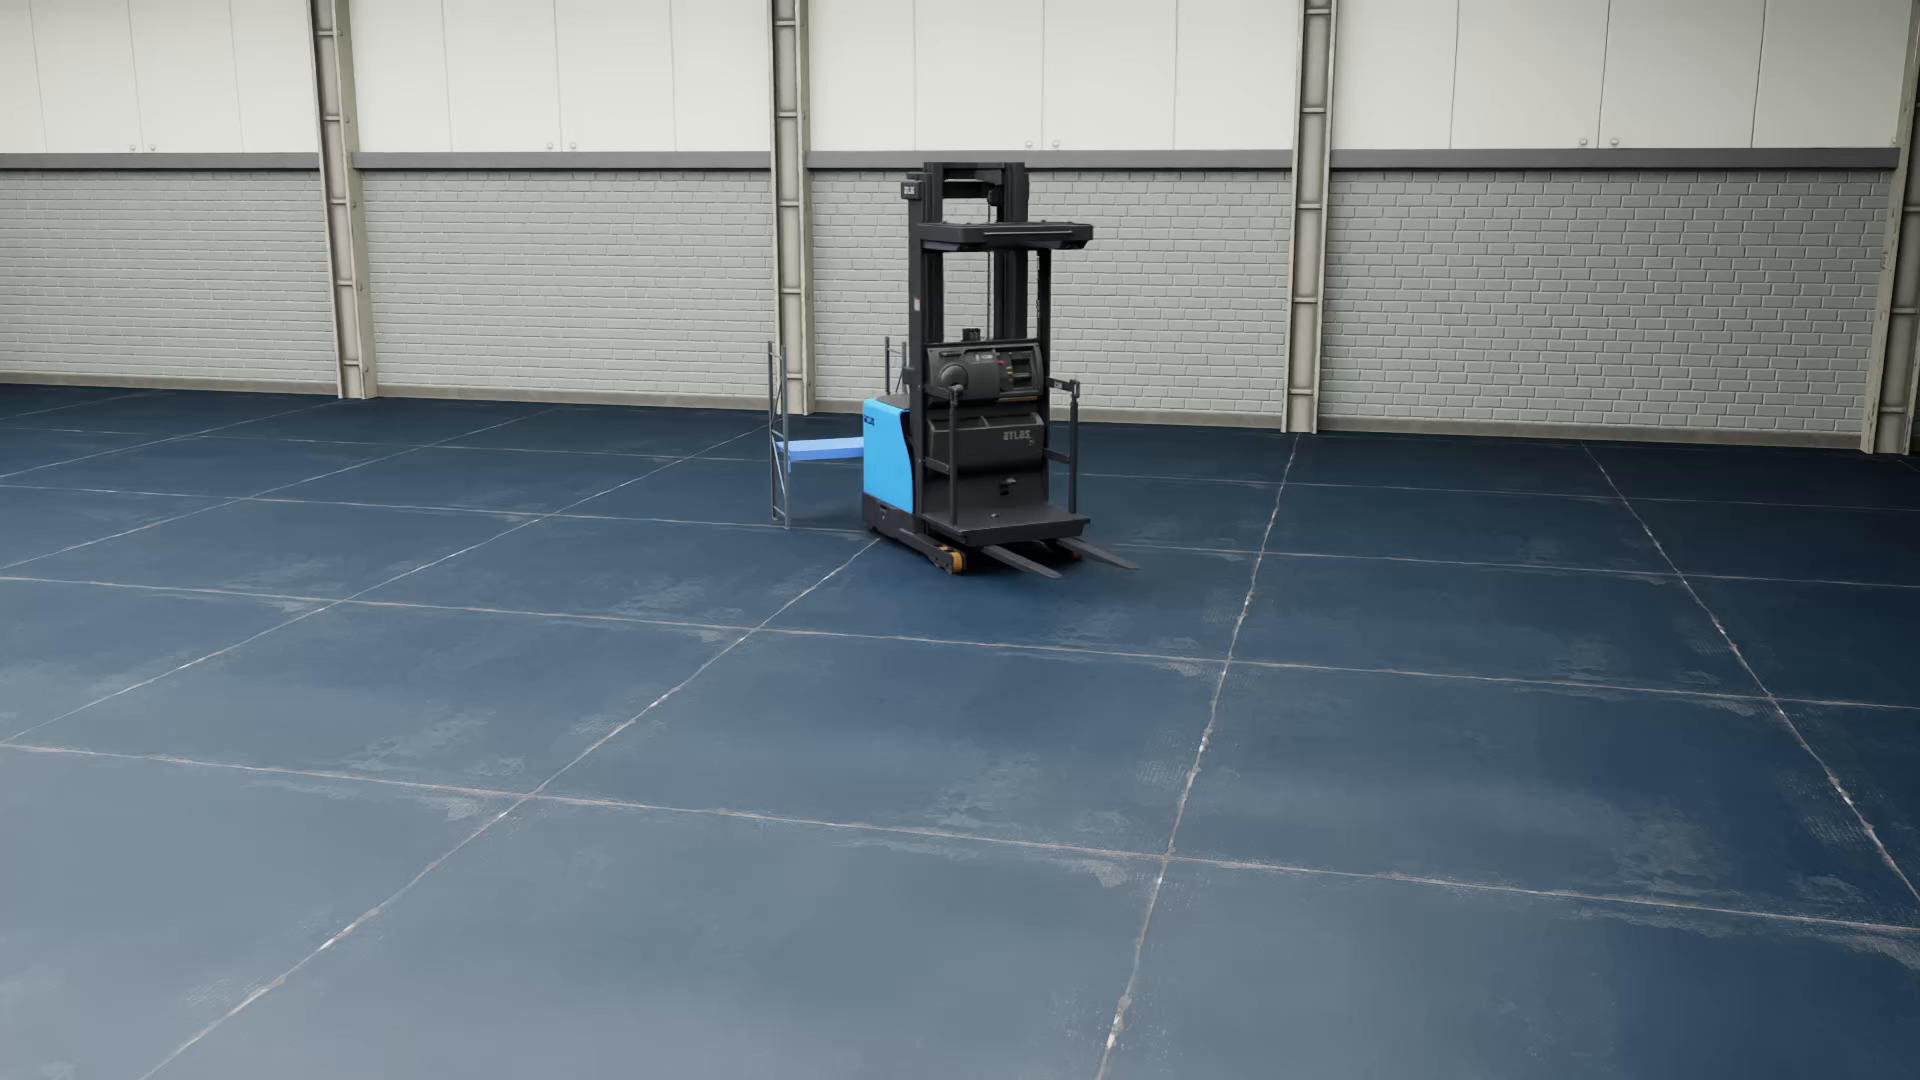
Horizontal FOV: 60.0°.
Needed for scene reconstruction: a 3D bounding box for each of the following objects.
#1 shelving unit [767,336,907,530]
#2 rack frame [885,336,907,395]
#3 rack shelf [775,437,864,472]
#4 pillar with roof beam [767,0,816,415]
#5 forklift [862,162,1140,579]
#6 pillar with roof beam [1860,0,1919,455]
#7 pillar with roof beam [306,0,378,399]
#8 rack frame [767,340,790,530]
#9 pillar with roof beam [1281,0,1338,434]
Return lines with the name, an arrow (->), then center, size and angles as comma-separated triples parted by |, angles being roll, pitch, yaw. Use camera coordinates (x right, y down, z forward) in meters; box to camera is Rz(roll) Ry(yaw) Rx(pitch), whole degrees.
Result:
shelving unit -> -1.014, -0.903, 13.843 | 1.048, 1.500, 0.538 | -5, 13, -20
rack frame -> -0.538, -0.942, 14.016 | 0.032, 1.500, 0.500 | -5, 13, -20
rack shelf -> -1.014, -0.728, 13.882 | 1.000, 0.185, 0.538 | -5, 13, -20
pillar with roof beam -> -3.019, -5.033, 15.142 | 0.400, 9.000, 9.100 | 3, 13, 14
forklift -> 0.285, -1.287, 12.268 | 1.130, 2.935, 3.031 | -6, 14, -25
pillar with roof beam -> 8.631, -4.410, 12.335 | 0.400, 9.000, 9.100 | 3, 13, 14
pillar with roof beam -> -8.844, -5.344, 16.545 | 0.400, 9.000, 9.100 | 3, 13, 14
rack frame -> -1.490, -0.865, 13.670 | 0.032, 1.500, 0.500 | -5, 13, -20
pillar with roof beam -> 2.806, -4.721, 13.739 | 0.400, 9.000, 9.100 | 3, 13, 14
